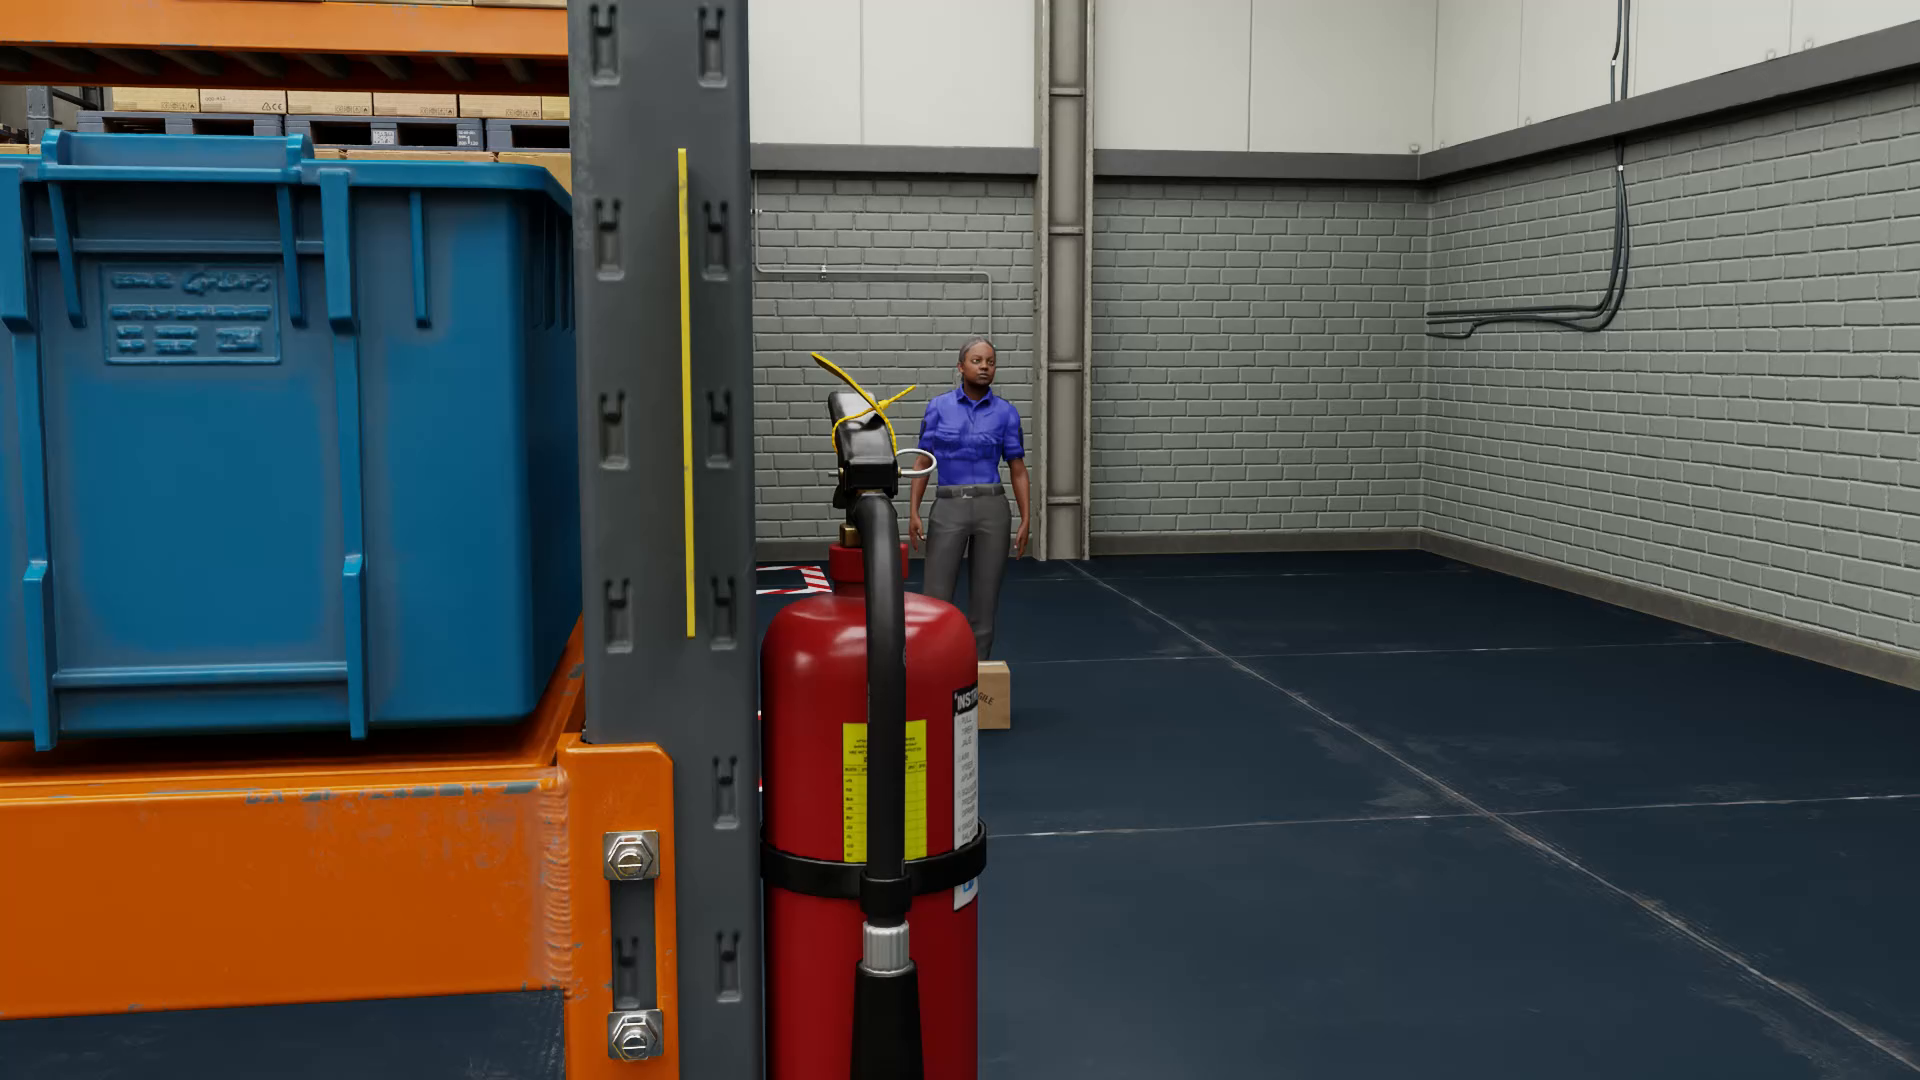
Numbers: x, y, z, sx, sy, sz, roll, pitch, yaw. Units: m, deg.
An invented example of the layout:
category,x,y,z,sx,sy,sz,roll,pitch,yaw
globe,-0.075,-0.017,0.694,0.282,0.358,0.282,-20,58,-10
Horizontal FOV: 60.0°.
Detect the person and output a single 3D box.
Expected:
category,x,y,z,sx,sy,sz,roll,pitch,yaw
person,0.032,-0.058,7.283,0.569,1.656,0.503,0,7,-3
